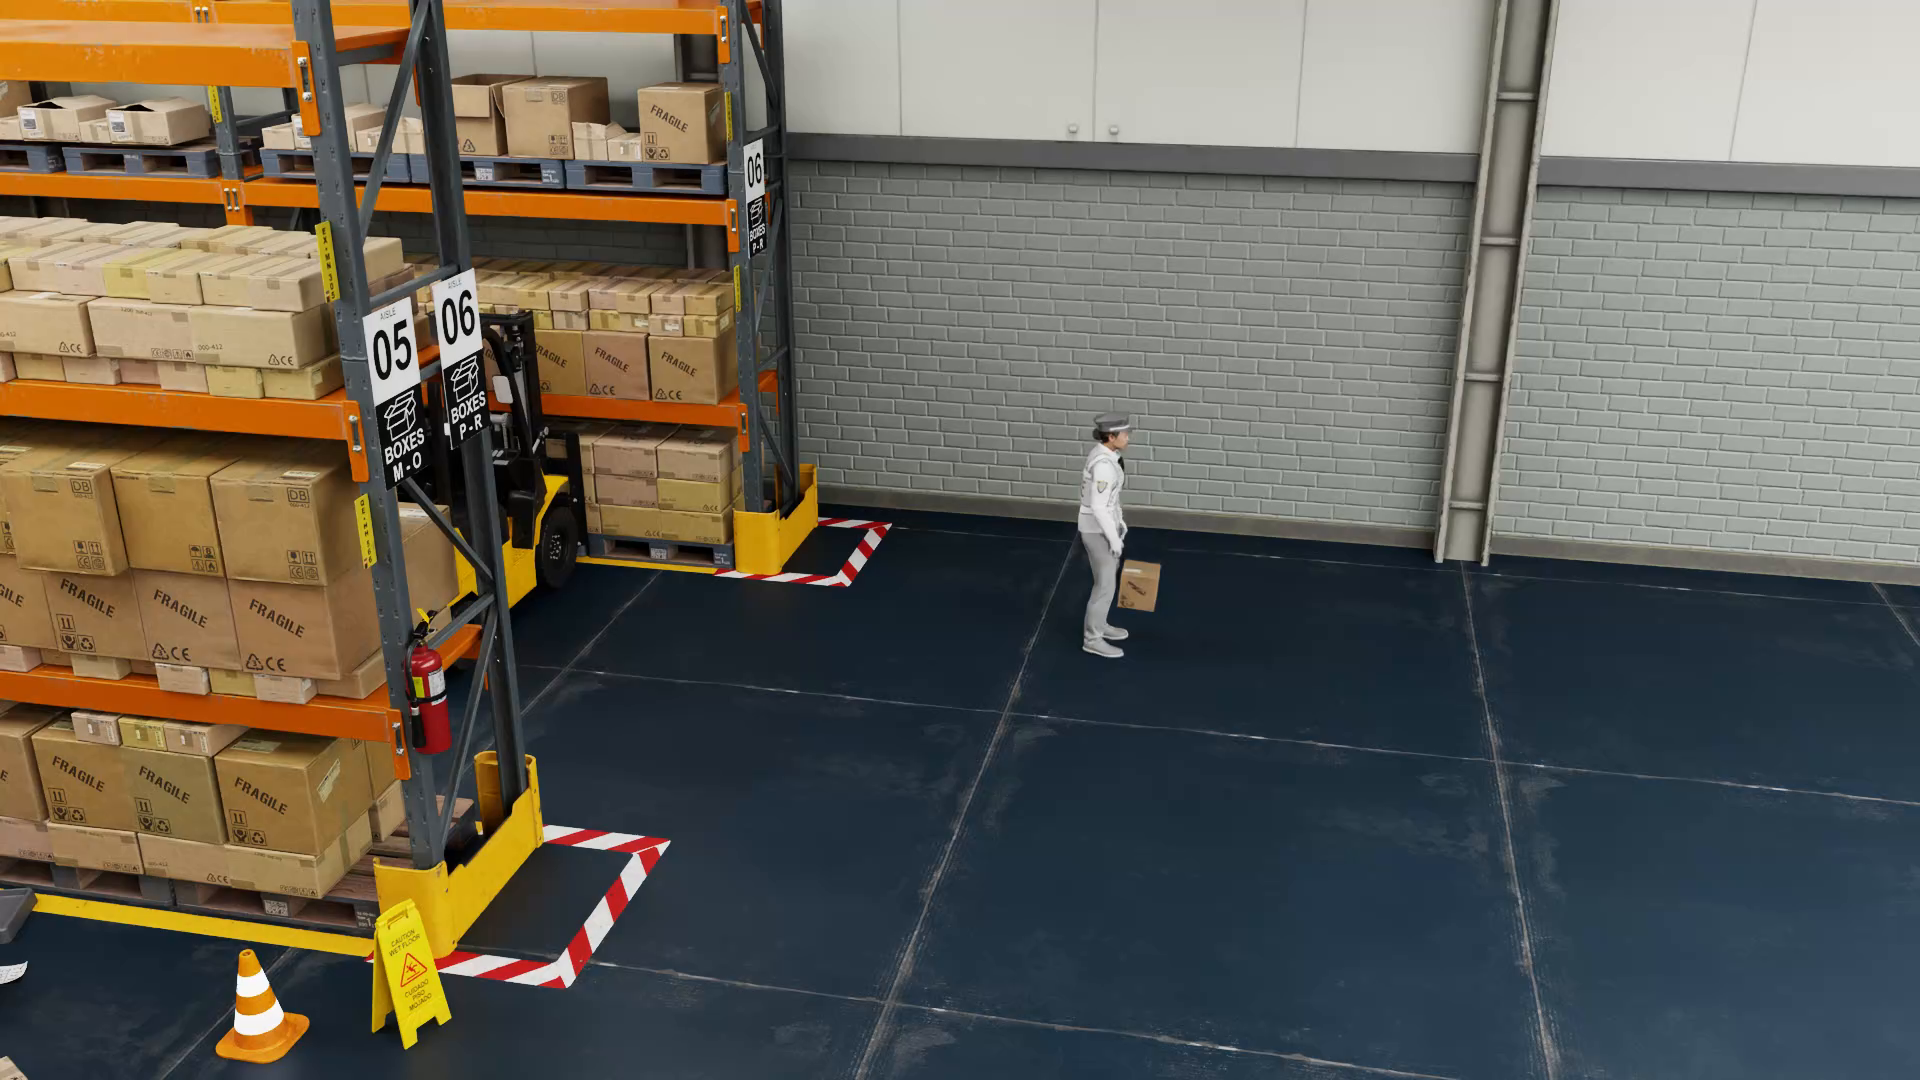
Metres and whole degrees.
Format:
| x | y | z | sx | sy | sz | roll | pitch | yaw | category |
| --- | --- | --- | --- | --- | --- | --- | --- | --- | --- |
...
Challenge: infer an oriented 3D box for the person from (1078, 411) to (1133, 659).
| x | y | z | sx | sy | sz | roll | pitch | yaw | category |
| --- | --- | --- | --- | --- | --- | --- | --- | --- | --- |
| 0.975 | -0.063 | 11.230 | 0.361 | 1.671 | 0.509 | 4 | 22 | 10 | person |
